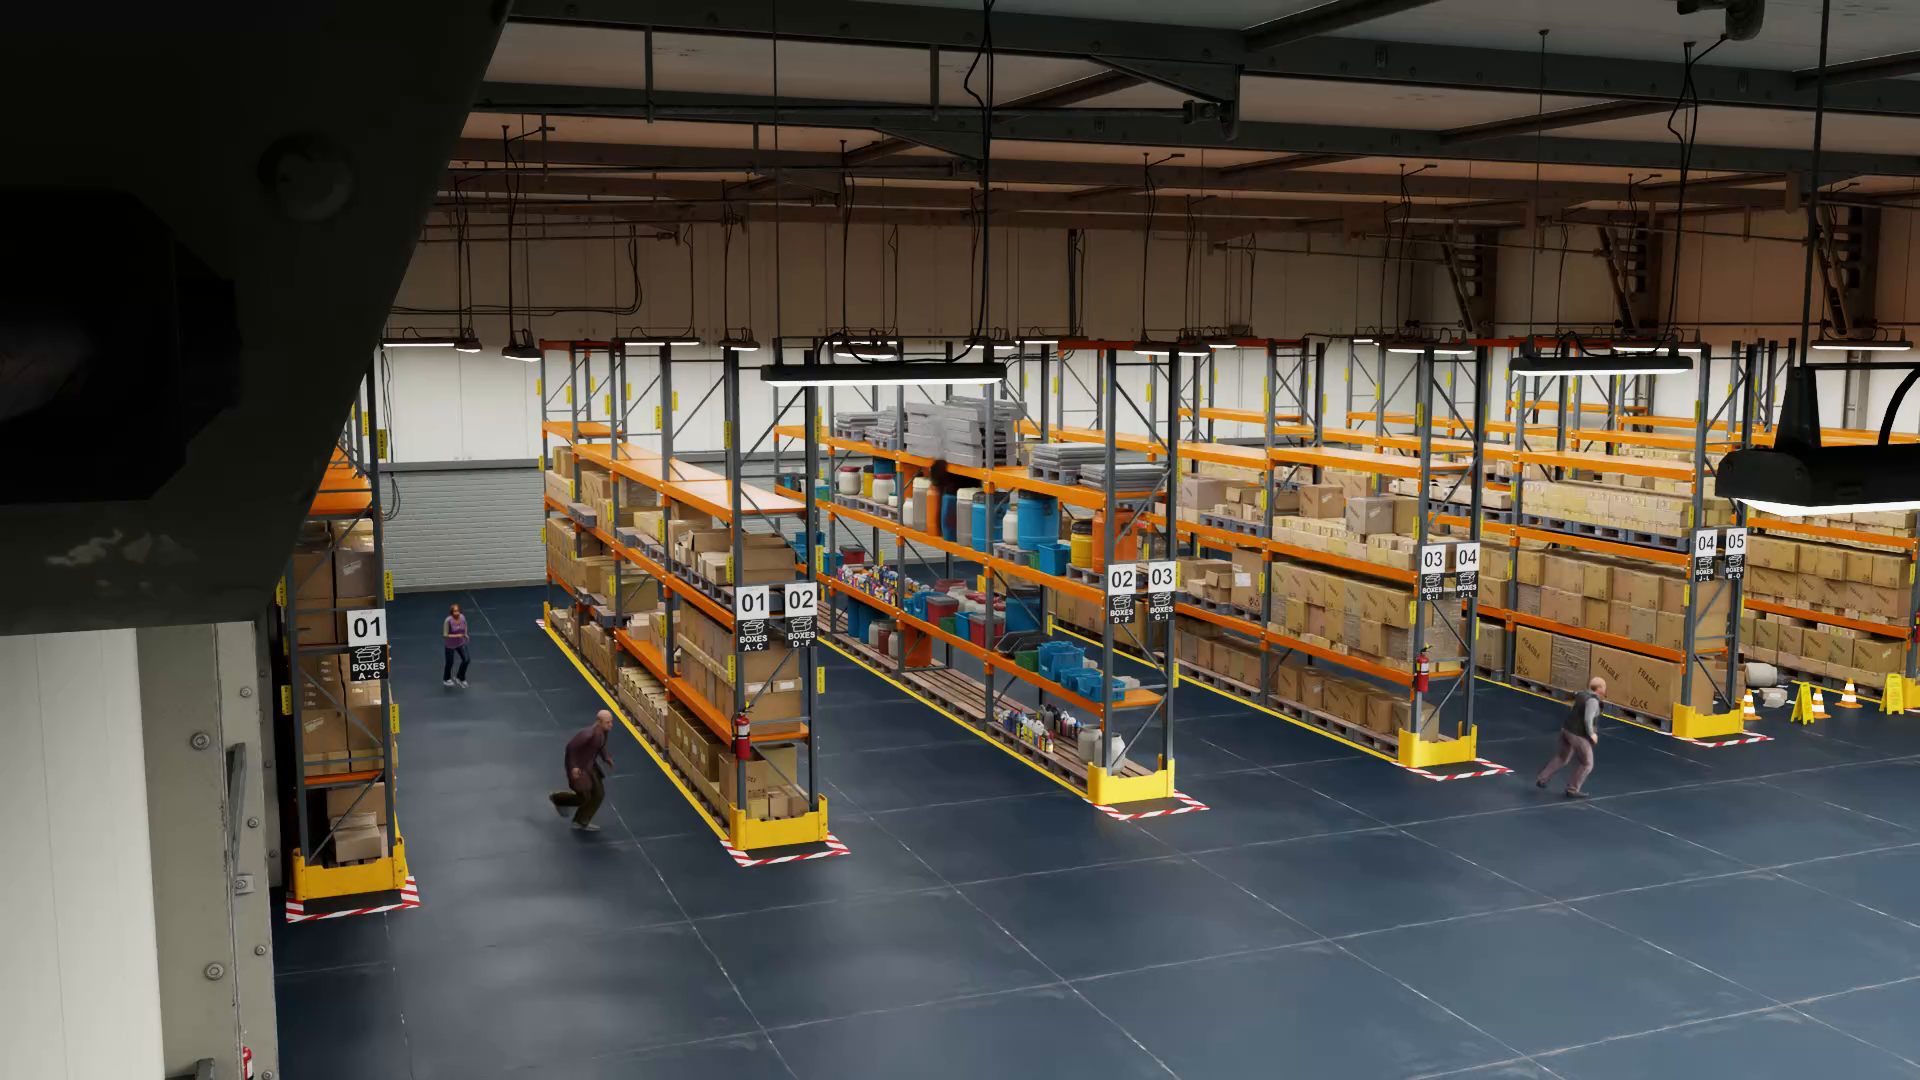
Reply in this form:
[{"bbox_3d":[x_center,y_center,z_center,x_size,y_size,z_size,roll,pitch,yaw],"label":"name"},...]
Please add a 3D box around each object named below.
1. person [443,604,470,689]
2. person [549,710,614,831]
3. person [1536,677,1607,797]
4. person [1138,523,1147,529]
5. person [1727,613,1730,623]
[{"bbox_3d":[-8.726,1.835,28.787,0.545,1.525,0.879,-6,10,-39],"label":"person"},{"bbox_3d":[-4.746,2.881,20.765,0.980,1.561,0.727,3,8,24],"label":"person"},{"bbox_3d":[8.220,2.637,22.299,0.832,1.633,0.685,-1,7,-6],"label":"person"},{"bbox_3d":[4.115,0.437,38.849,0.654,1.714,0.708,-6,9,-37],"label":"person"},{"bbox_3d":[15.524,1.144,33.365,0.698,1.718,0.563,-3,8,-21],"label":"person"}]
